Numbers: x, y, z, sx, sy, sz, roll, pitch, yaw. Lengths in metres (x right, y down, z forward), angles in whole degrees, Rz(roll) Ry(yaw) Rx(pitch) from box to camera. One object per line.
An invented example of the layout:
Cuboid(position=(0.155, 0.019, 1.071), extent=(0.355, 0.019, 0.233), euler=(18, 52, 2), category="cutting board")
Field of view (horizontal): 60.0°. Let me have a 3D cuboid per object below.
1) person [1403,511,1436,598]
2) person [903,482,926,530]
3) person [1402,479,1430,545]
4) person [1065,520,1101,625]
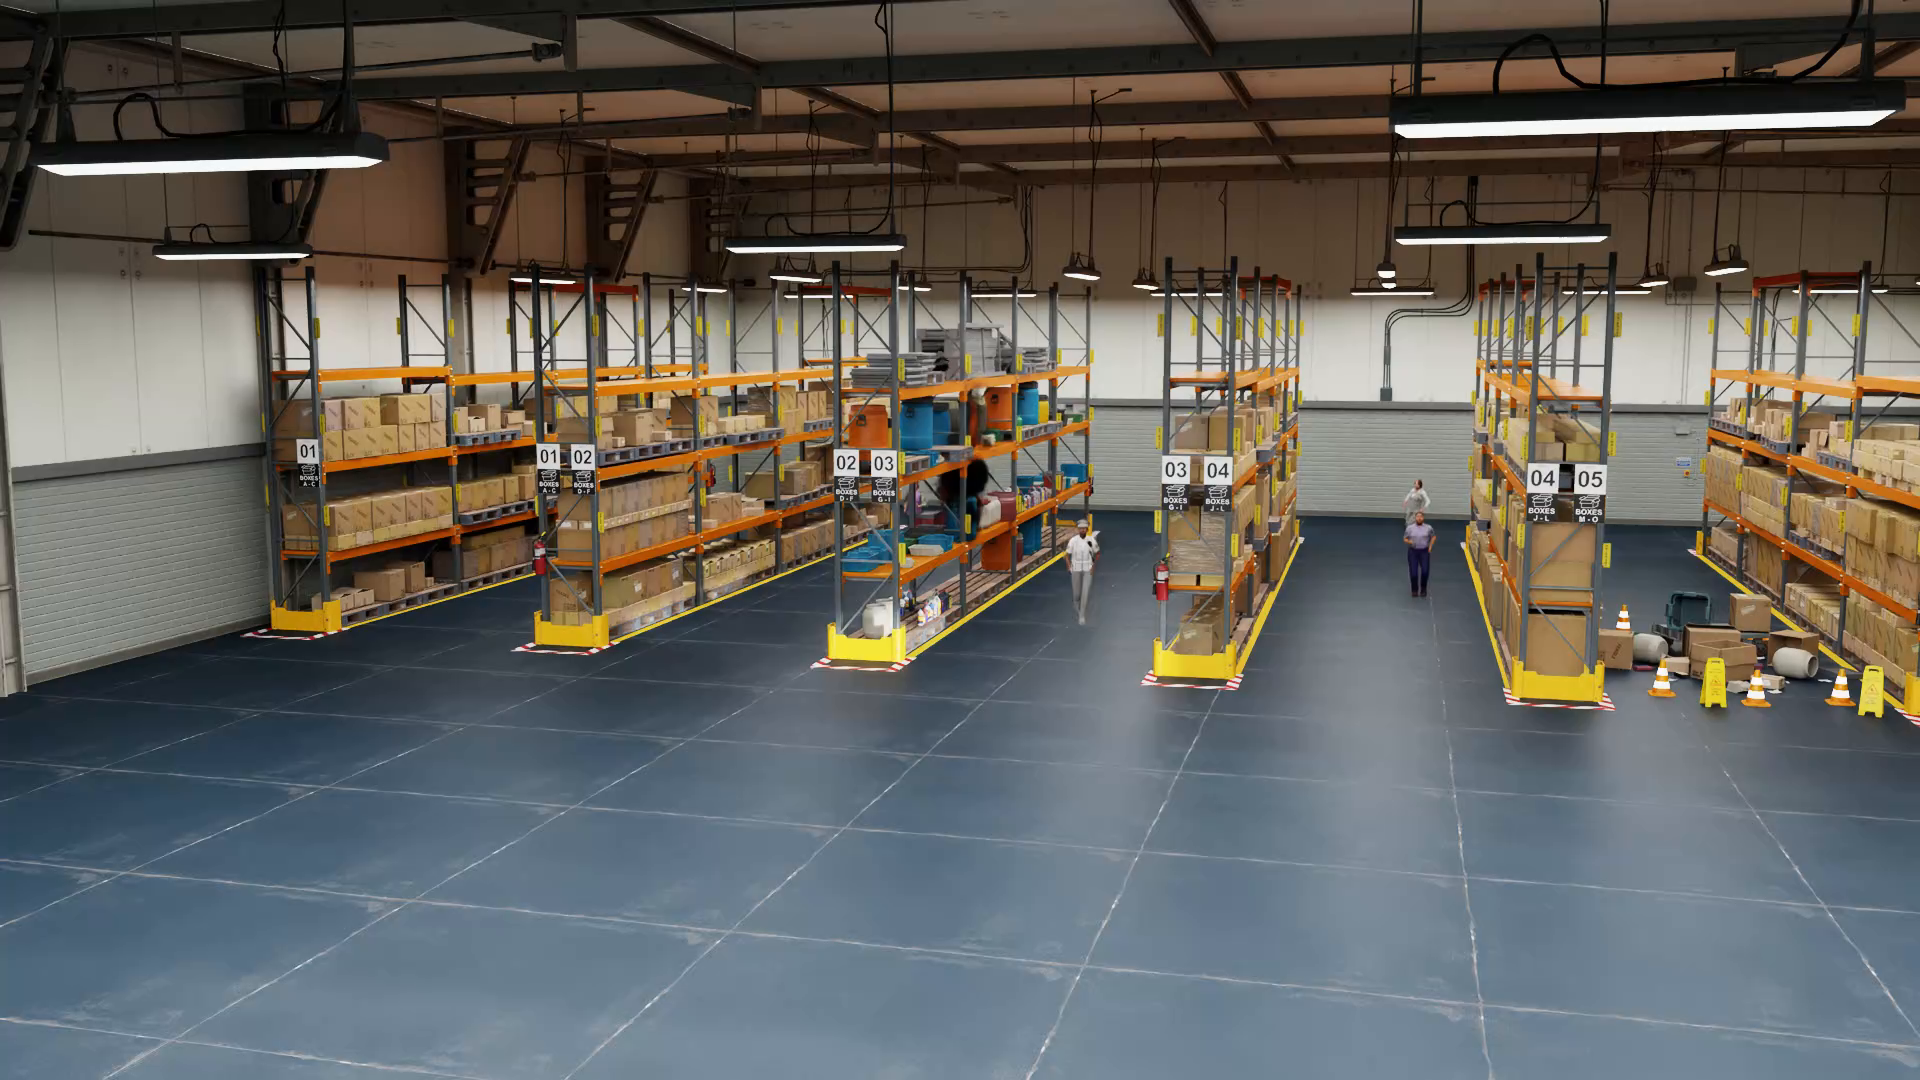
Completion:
Cuboid(position=(8.538, 0.285, 30.904), extent=(0.589, 1.627, 0.590), euler=(2, 7, 14), category="person")
Cuboid(position=(-1.037, -0.558, 37.664), extent=(0.547, 1.570, 0.822), euler=(1, 7, 6), category="person")
Cuboid(position=(10.480, -0.616, 38.365), extent=(0.484, 1.535, 0.618), euler=(-5, 9, -35), category="person")
Cuboid(position=(1.982, 0.494, 26.843), extent=(0.582, 1.681, 0.672), euler=(1, 7, 5), category="person")
